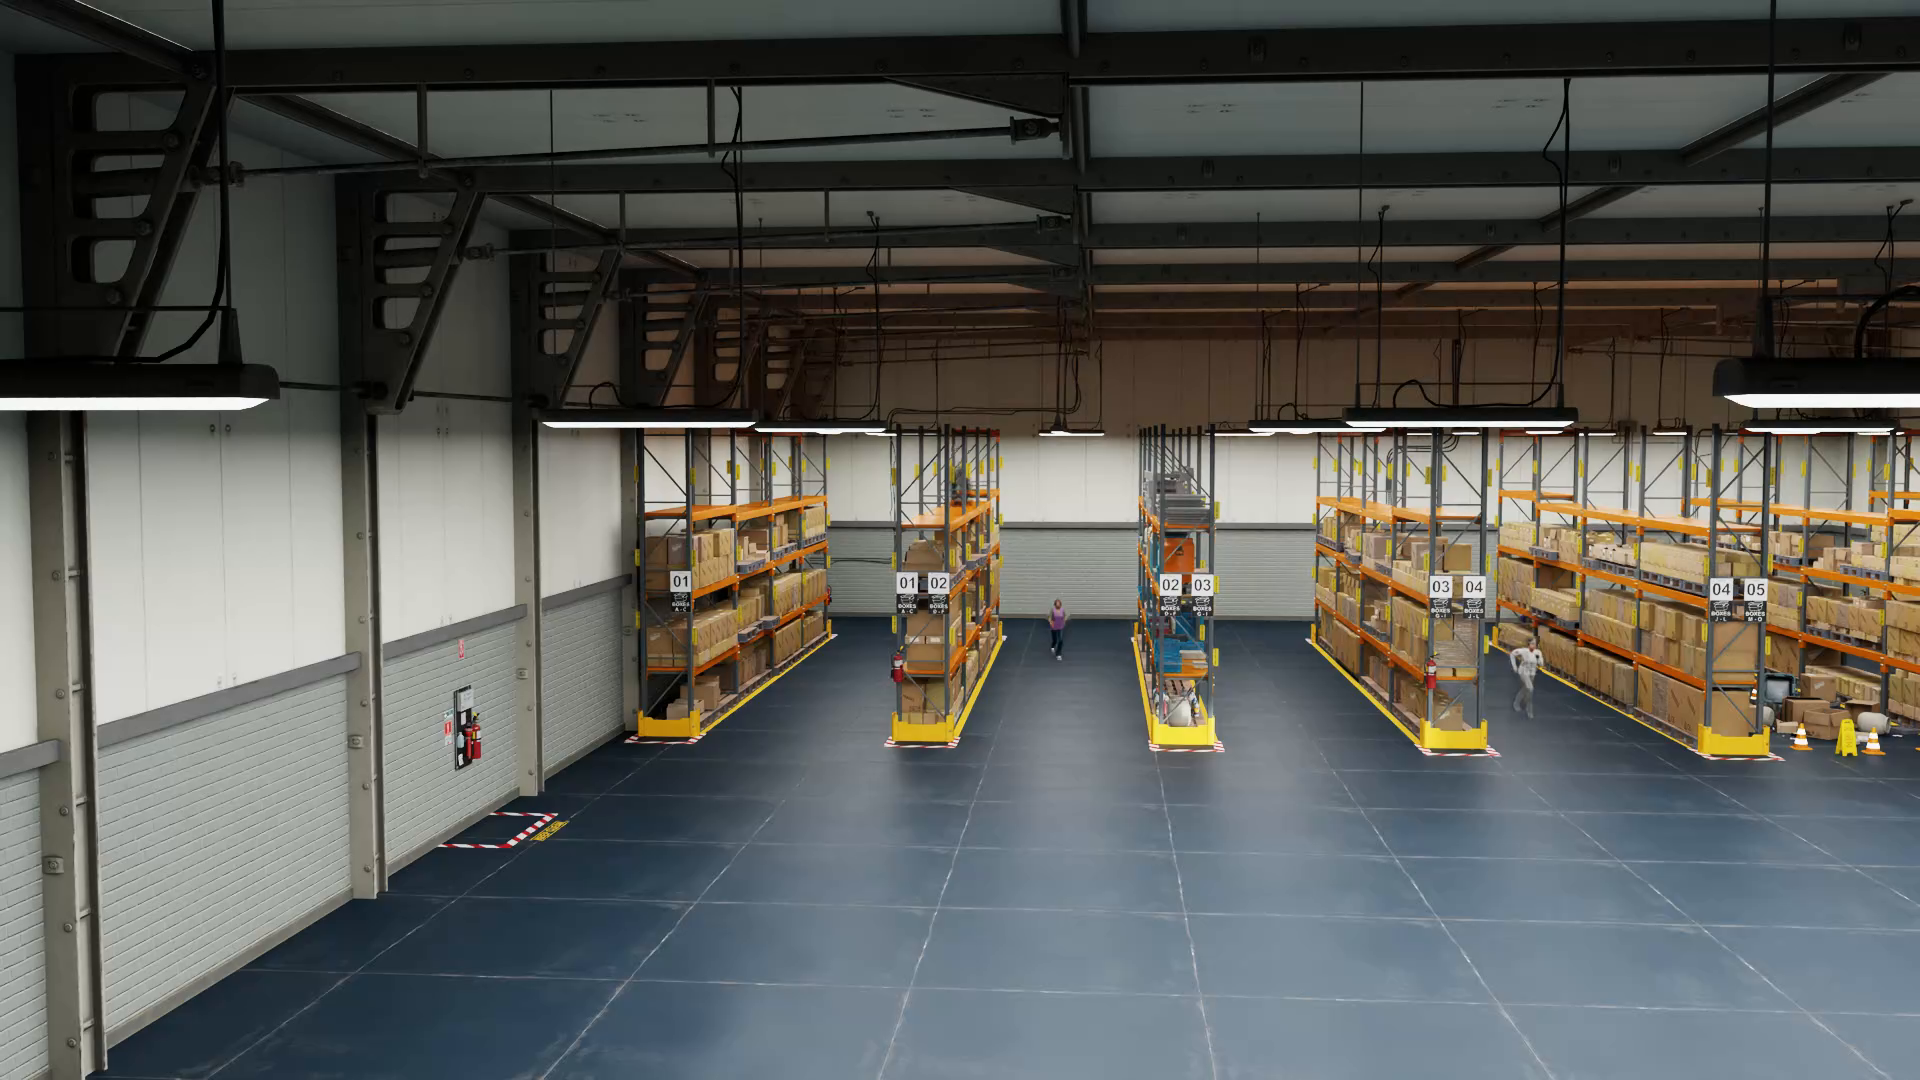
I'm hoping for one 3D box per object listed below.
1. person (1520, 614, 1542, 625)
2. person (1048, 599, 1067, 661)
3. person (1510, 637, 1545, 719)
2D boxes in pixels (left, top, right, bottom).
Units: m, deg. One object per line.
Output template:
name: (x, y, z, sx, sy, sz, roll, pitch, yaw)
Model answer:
person: (16.380, 2.006, 47.619, 0.754, 1.709, 0.581, -1, 4, -10)
person: (2.528, 2.316, 43.265, 0.529, 1.577, 0.760, 0, 4, -8)
person: (11.687, 2.812, 34.337, 0.605, 1.679, 0.907, -1, 4, -13)
